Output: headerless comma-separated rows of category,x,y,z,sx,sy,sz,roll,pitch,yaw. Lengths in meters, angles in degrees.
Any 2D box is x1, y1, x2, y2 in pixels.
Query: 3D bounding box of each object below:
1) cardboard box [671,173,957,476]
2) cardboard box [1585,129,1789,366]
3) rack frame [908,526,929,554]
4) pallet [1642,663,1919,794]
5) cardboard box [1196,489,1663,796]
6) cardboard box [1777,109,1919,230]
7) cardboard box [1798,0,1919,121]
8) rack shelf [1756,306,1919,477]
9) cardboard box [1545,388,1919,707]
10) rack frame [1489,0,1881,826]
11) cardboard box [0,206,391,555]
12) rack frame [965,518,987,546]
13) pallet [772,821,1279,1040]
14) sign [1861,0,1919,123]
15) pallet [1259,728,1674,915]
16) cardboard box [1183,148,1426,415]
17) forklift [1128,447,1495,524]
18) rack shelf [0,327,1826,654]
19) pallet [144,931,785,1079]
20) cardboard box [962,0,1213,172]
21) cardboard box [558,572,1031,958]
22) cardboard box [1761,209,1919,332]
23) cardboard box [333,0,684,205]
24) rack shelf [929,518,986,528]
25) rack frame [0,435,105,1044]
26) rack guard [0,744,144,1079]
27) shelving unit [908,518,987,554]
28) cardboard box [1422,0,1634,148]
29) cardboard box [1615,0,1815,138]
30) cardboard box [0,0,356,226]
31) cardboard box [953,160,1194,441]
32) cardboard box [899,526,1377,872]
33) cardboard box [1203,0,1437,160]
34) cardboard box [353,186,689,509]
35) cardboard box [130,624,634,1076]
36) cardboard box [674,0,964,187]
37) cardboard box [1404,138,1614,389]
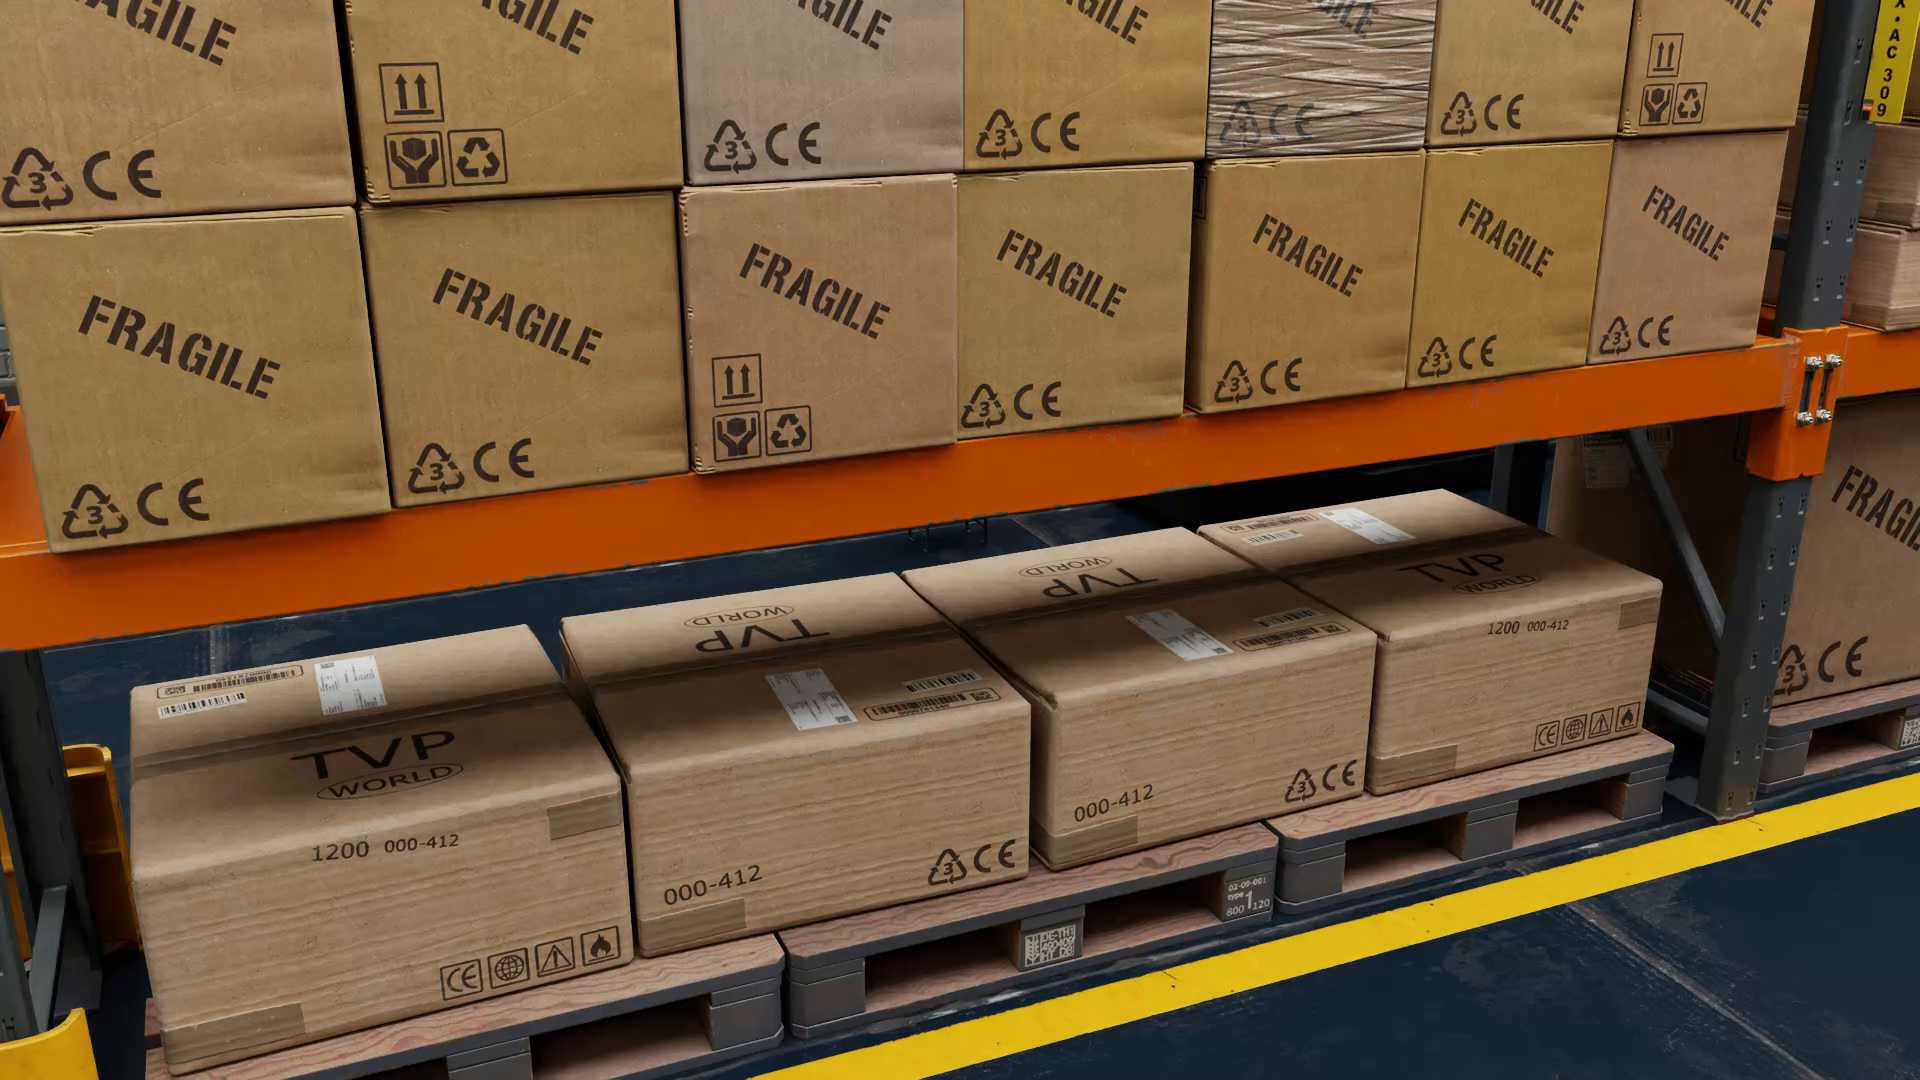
cardboard box,-0.332,-0.455,3.148,0.500,0.500,0.500,-8,21,-22
cardboard box,1.534,-0.731,3.930,0.500,0.500,0.500,-8,21,-21
rack frame,-0.161,-0.472,6.282,0.008,1.050,0.200,-8,21,-22
pallet,2.537,0.368,5.158,1.213,0.211,1.003,-8,21,-22
cardboard box,1.240,0.238,4.555,0.875,0.438,0.875,-8,21,-23
cardboard box,2.375,-0.959,4.203,0.500,0.250,0.500,-9,21,-23
cardboard box,2.377,-1.311,4.074,0.500,0.500,0.500,-8,21,-21
rack shelf,3.695,-0.746,5.208,4.000,0.370,1.077,-8,21,-22
cardboard box,2.396,-0.124,4.925,0.875,0.875,0.875,-7,21,-20
rack frame,1.859,-0.822,4.341,0.127,3.000,1.000,-8,21,-22
cardboard box,-1.260,-0.319,2.761,0.500,0.500,0.500,-8,21,-22
rack frame,0.063,-0.504,6.373,0.008,1.050,0.200,-8,21,-22
pallet,0.008,0.731,4.129,1.213,0.211,1.003,-8,21,-22
sign,2.080,-1.099,3.704,0.005,0.325,0.100,-8,21,-22
pallet,1.130,0.569,4.588,1.213,0.211,1.003,-8,21,-22
cardboard box,0.608,-0.591,3.532,0.500,0.500,0.500,-8,21,-23
forklift,1.960,-1.757,7.098,3.031,2.935,1.130,-10,22,-27
rack shelf,0.022,-0.220,3.714,4.000,0.370,1.077,-8,21,-22
pallet,-1.111,0.890,3.676,1.213,0.211,1.003,-8,21,-22
cardboard box,0.138,-0.997,3.182,0.500,0.500,0.500,-8,21,-22
cardboard box,-0.411,0.474,3.885,0.875,0.438,0.875,-8,21,-20
cardboard box,2.367,-0.729,4.302,0.500,0.250,0.500,-9,21,-23
cardboard box,-0.789,-0.861,2.796,0.500,0.500,0.500,-9,21,-23
rack shelf,-0.049,-0.216,6.423,0.240,0.259,0.215,-8,21,-22
rack frame,-1.814,-0.296,2.847,0.127,3.000,1.000,-8,21,-22
rack guard,-1.836,0.886,3.253,0.348,0.500,1.175,-8,21,-22
shelving unit,-0.049,-0.488,6.328,0.252,1.050,0.215,-8,21,-22
cardboard box,1.066,-1.131,3.561,0.500,0.500,0.500,-8,21,-23
cardboard box,1.535,-1.195,3.743,0.500,0.500,0.500,-8,21,-22
cardboard box,-1.260,-0.791,2.597,0.500,0.500,0.500,-9,21,-23
cardboard box,0.121,-0.526,3.350,0.500,0.500,0.500,-7,21,-20
cardboard box,0.418,0.356,4.220,0.875,0.438,0.875,-9,21,-24
cardboard box,0.602,-1.061,3.362,0.500,0.500,0.500,-8,21,-21
cardboard box,-0.806,-0.394,2.974,0.500,0.500,0.500,-8,21,-23
cardboard box,-1.248,0.597,3.536,0.875,0.438,0.875,-9,21,-24
cardboard box,-0.319,-0.931,2.995,0.500,0.500,0.500,-8,21,-22
cardboard box,1.064,-0.661,3.733,0.500,0.500,0.500,-9,21,-23
